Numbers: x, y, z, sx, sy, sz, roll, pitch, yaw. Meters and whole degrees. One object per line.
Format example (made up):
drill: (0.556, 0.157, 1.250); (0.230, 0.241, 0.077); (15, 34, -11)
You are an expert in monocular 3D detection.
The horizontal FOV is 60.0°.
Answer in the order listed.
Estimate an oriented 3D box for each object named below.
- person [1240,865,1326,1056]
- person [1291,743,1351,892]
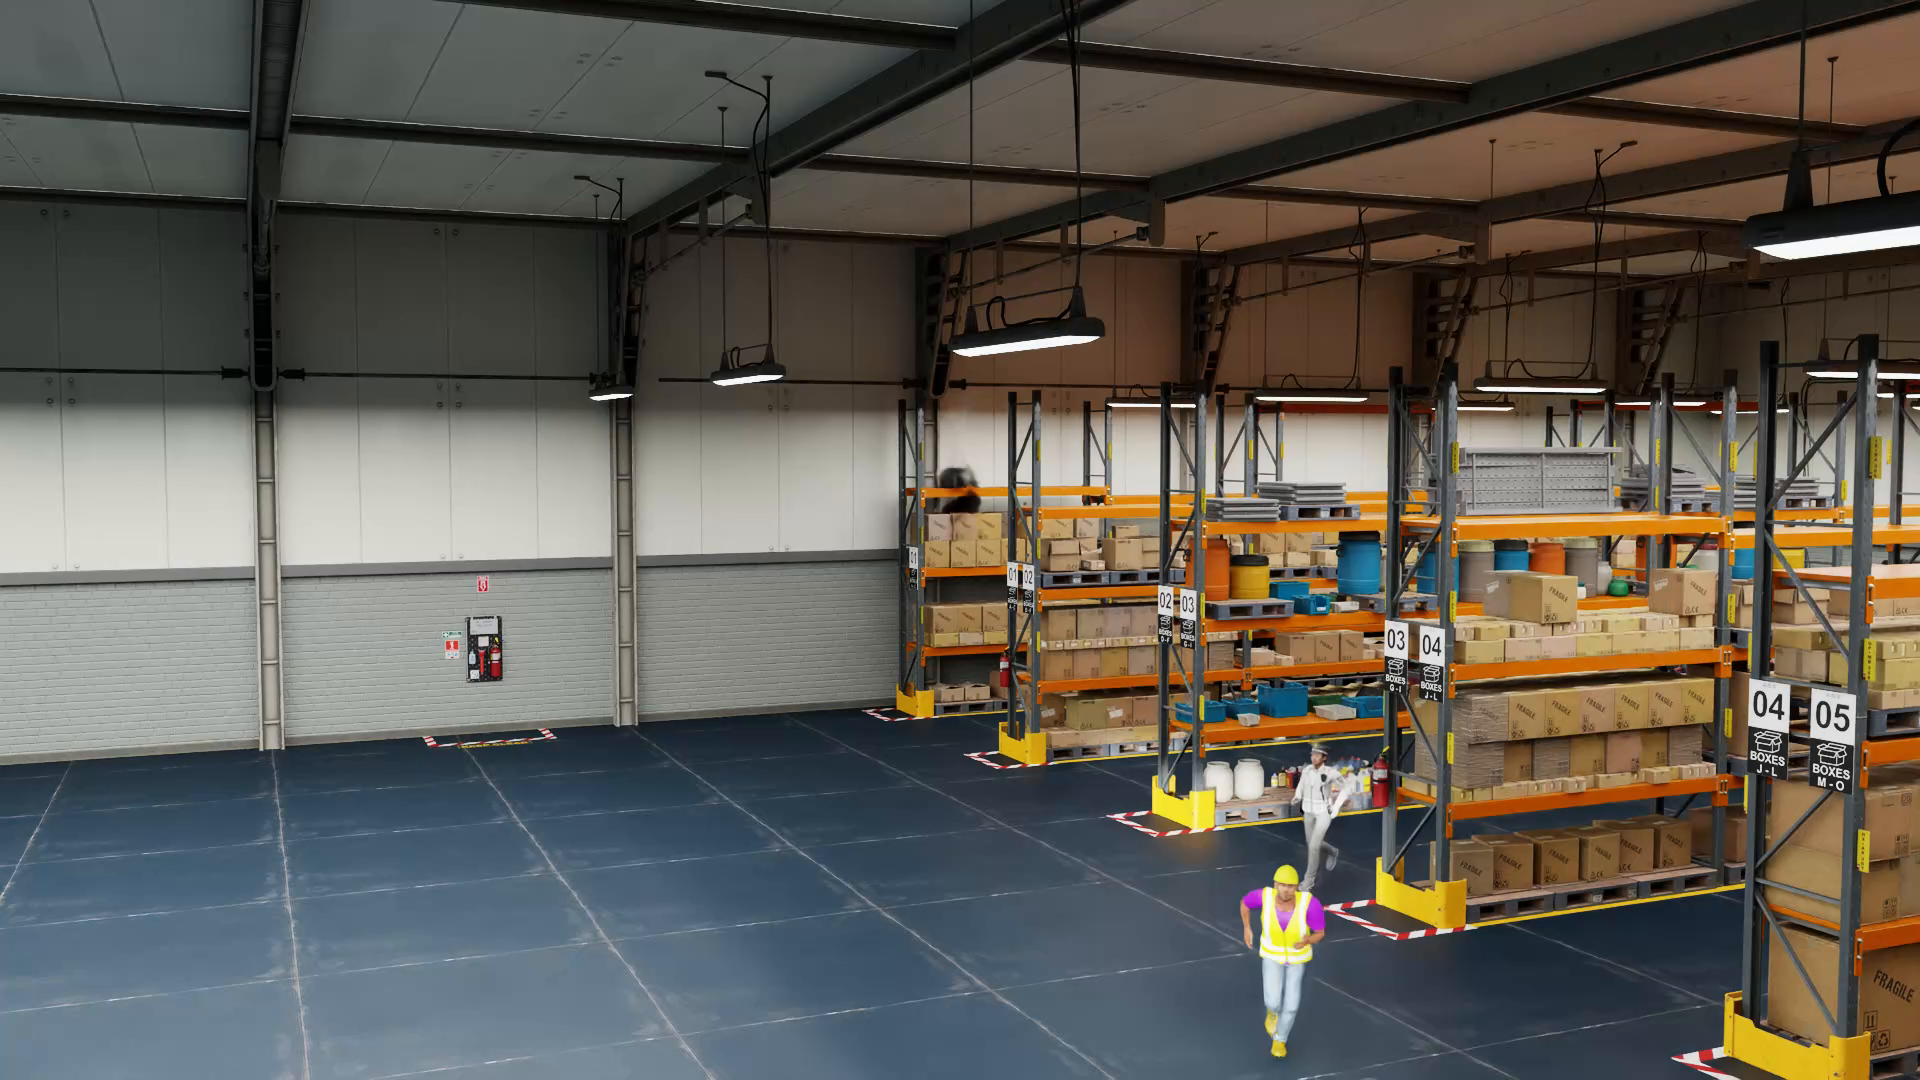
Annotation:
person: (2.687, 3.511, 13.845); (0.685, 1.680, 0.737); (0, 3, 7)
person: (4.202, 3.190, 19.384); (0.864, 1.680, 0.632); (-3, 5, -45)
